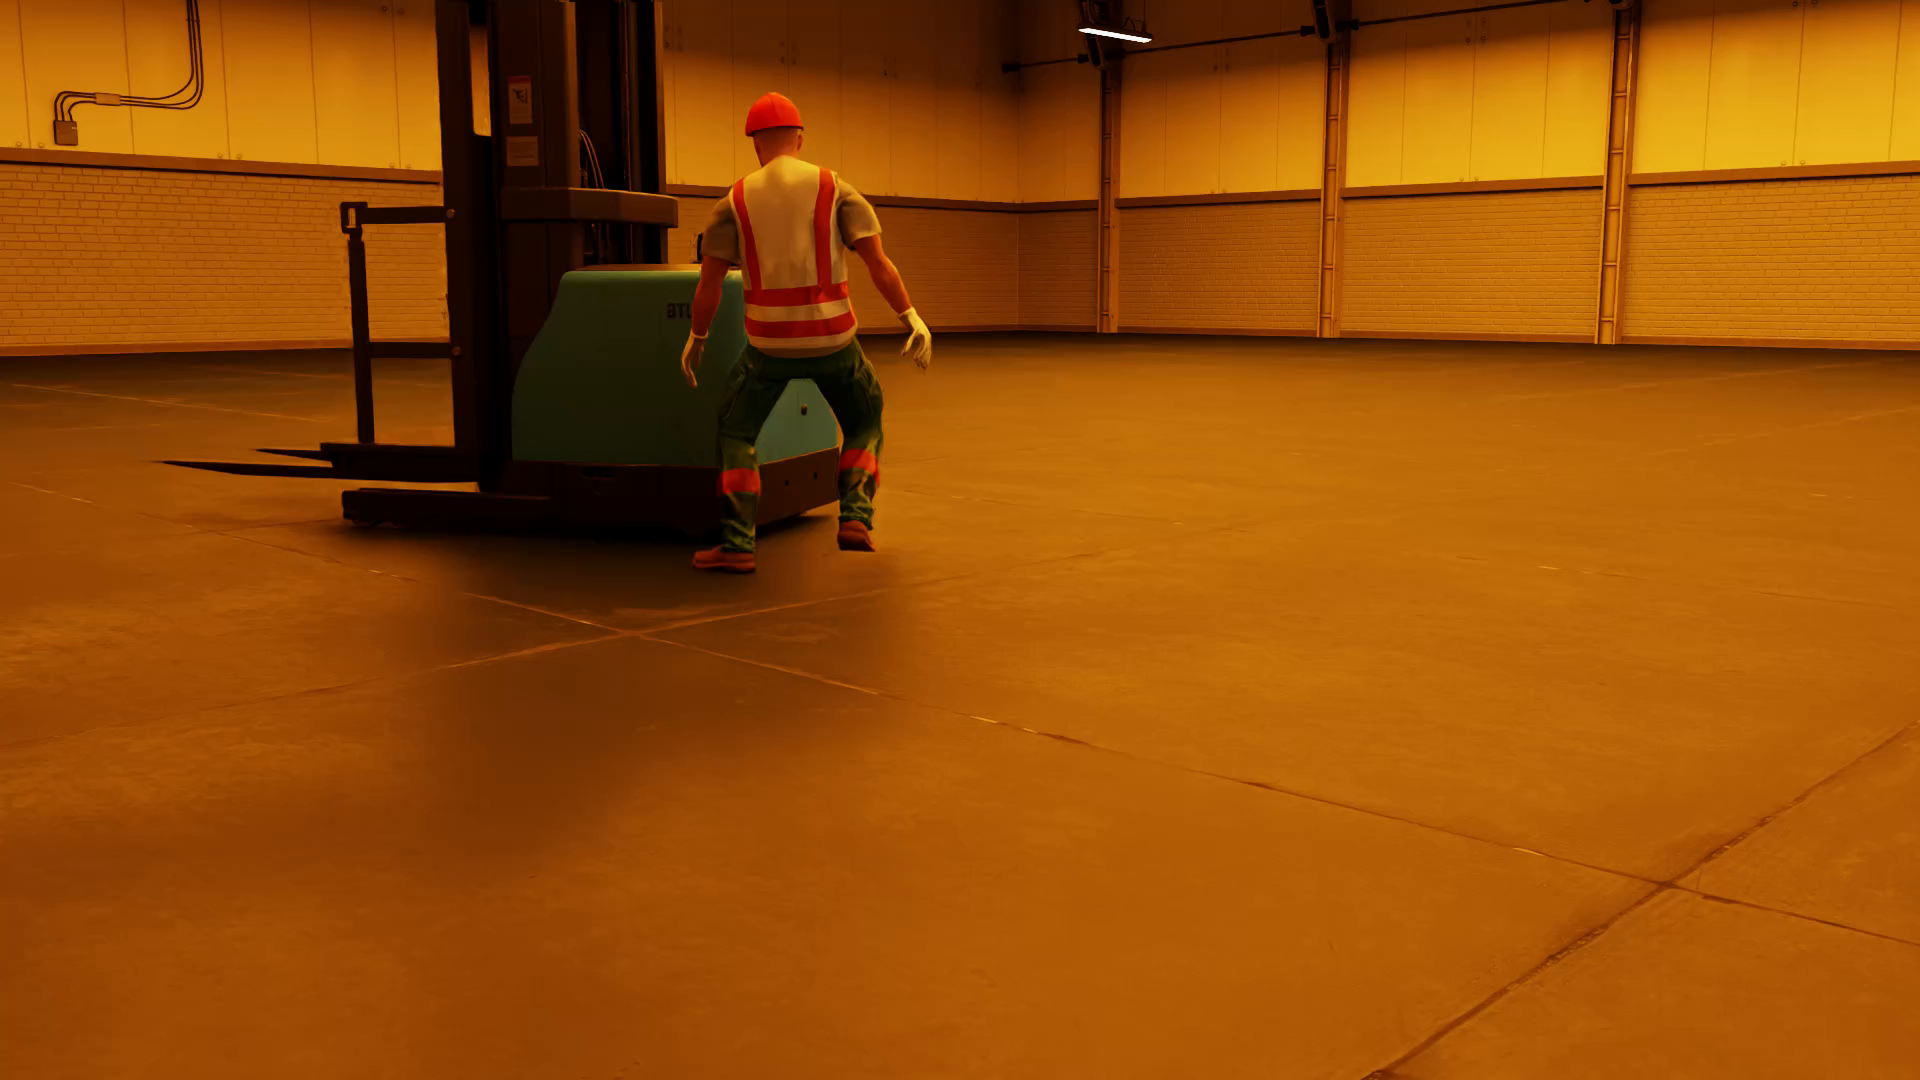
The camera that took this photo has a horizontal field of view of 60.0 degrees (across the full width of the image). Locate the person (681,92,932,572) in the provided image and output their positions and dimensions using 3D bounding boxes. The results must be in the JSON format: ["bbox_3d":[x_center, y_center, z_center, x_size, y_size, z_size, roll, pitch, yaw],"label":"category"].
[{"bbox_3d":[-0.558,-0.742,5.987,0.923,1.692,0.490,0,9,3],"label":"person"}]

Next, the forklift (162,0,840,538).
[{"bbox_3d":[-2.107,-1.564,7.261,3.031,2.935,1.130,3,9,18],"label":"forklift"}]
